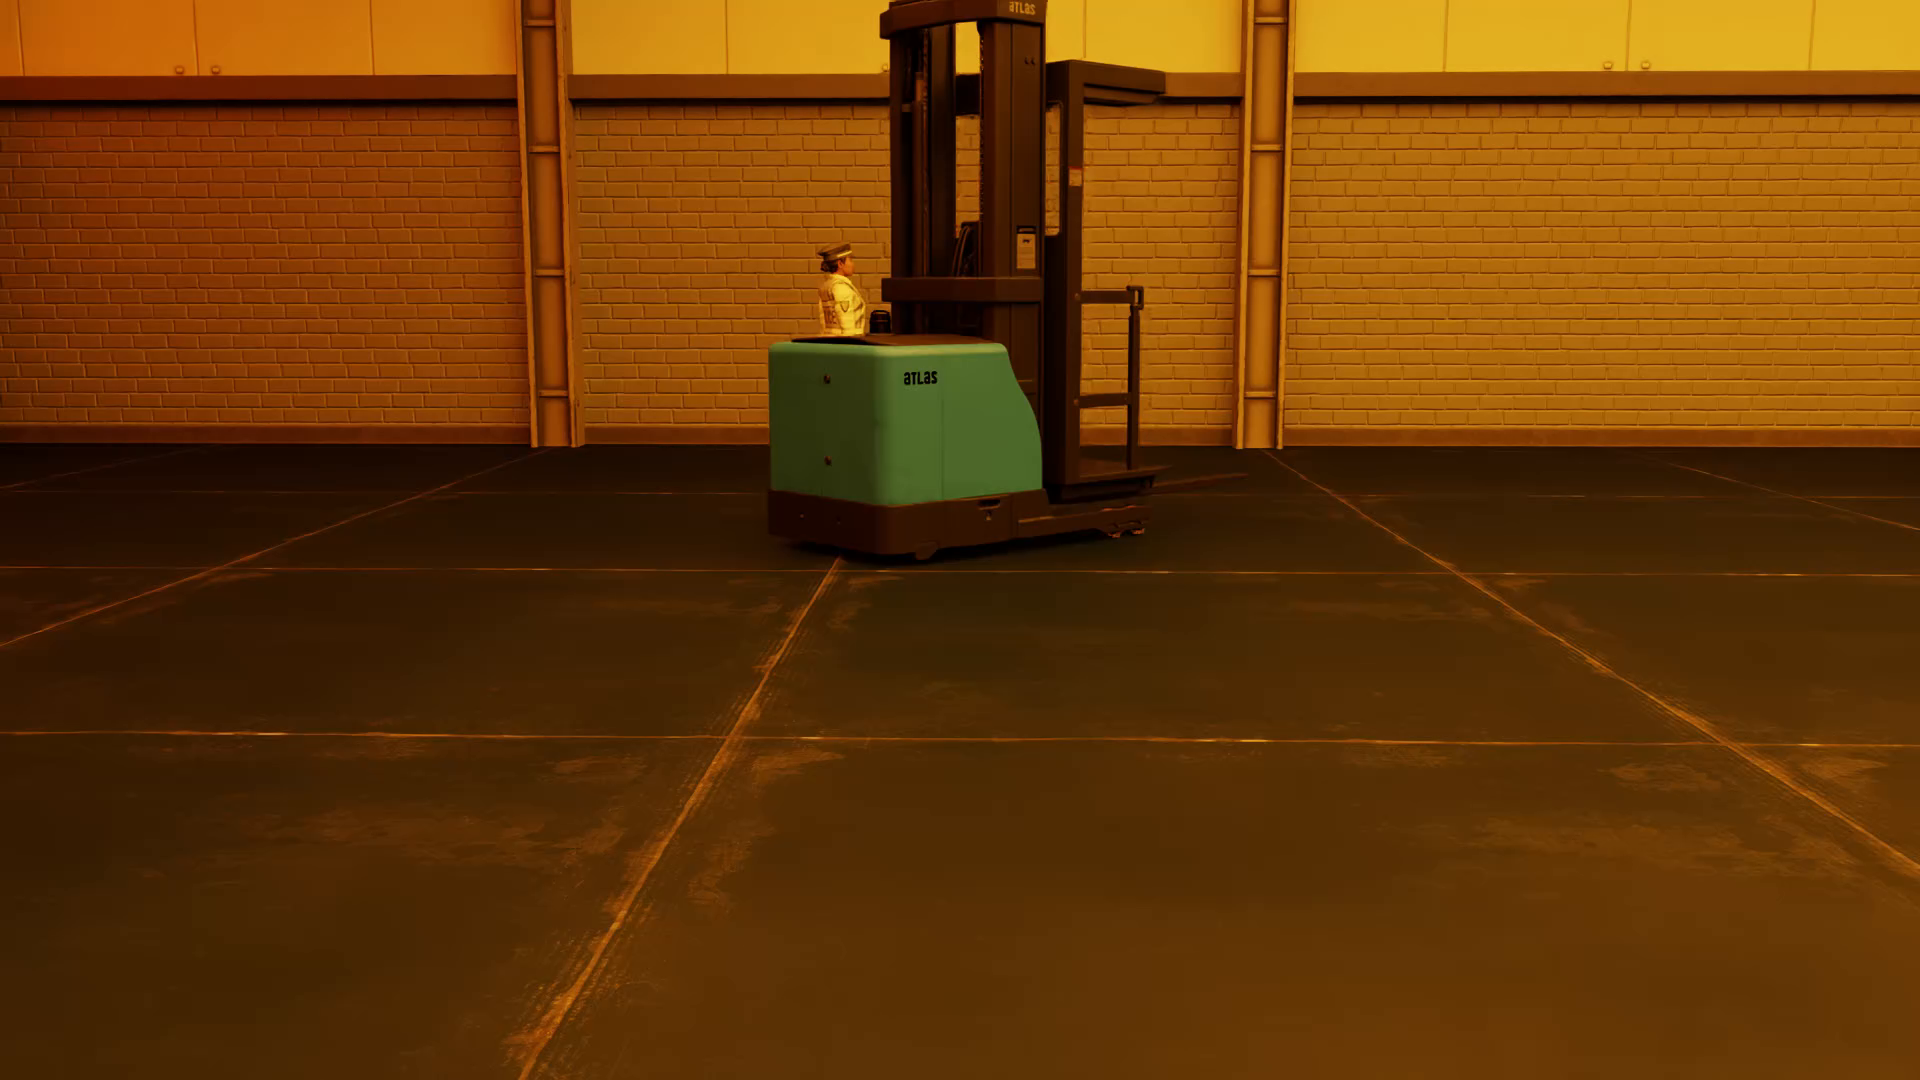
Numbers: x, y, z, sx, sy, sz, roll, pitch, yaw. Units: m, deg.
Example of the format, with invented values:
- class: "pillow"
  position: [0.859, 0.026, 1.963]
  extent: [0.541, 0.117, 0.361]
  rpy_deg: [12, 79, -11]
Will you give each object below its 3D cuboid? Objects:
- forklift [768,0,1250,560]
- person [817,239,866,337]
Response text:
- class: "forklift"
  position: [0.422, -1.510, 9.183]
  extent: [3.031, 2.935, 1.130]
  rpy_deg: [-8, 12, -41]
- class: "person"
  position: [-0.840, -1.293, 11.886]
  extent: [0.341, 1.693, 0.461]
  rpy_deg: [-4, 10, -25]
